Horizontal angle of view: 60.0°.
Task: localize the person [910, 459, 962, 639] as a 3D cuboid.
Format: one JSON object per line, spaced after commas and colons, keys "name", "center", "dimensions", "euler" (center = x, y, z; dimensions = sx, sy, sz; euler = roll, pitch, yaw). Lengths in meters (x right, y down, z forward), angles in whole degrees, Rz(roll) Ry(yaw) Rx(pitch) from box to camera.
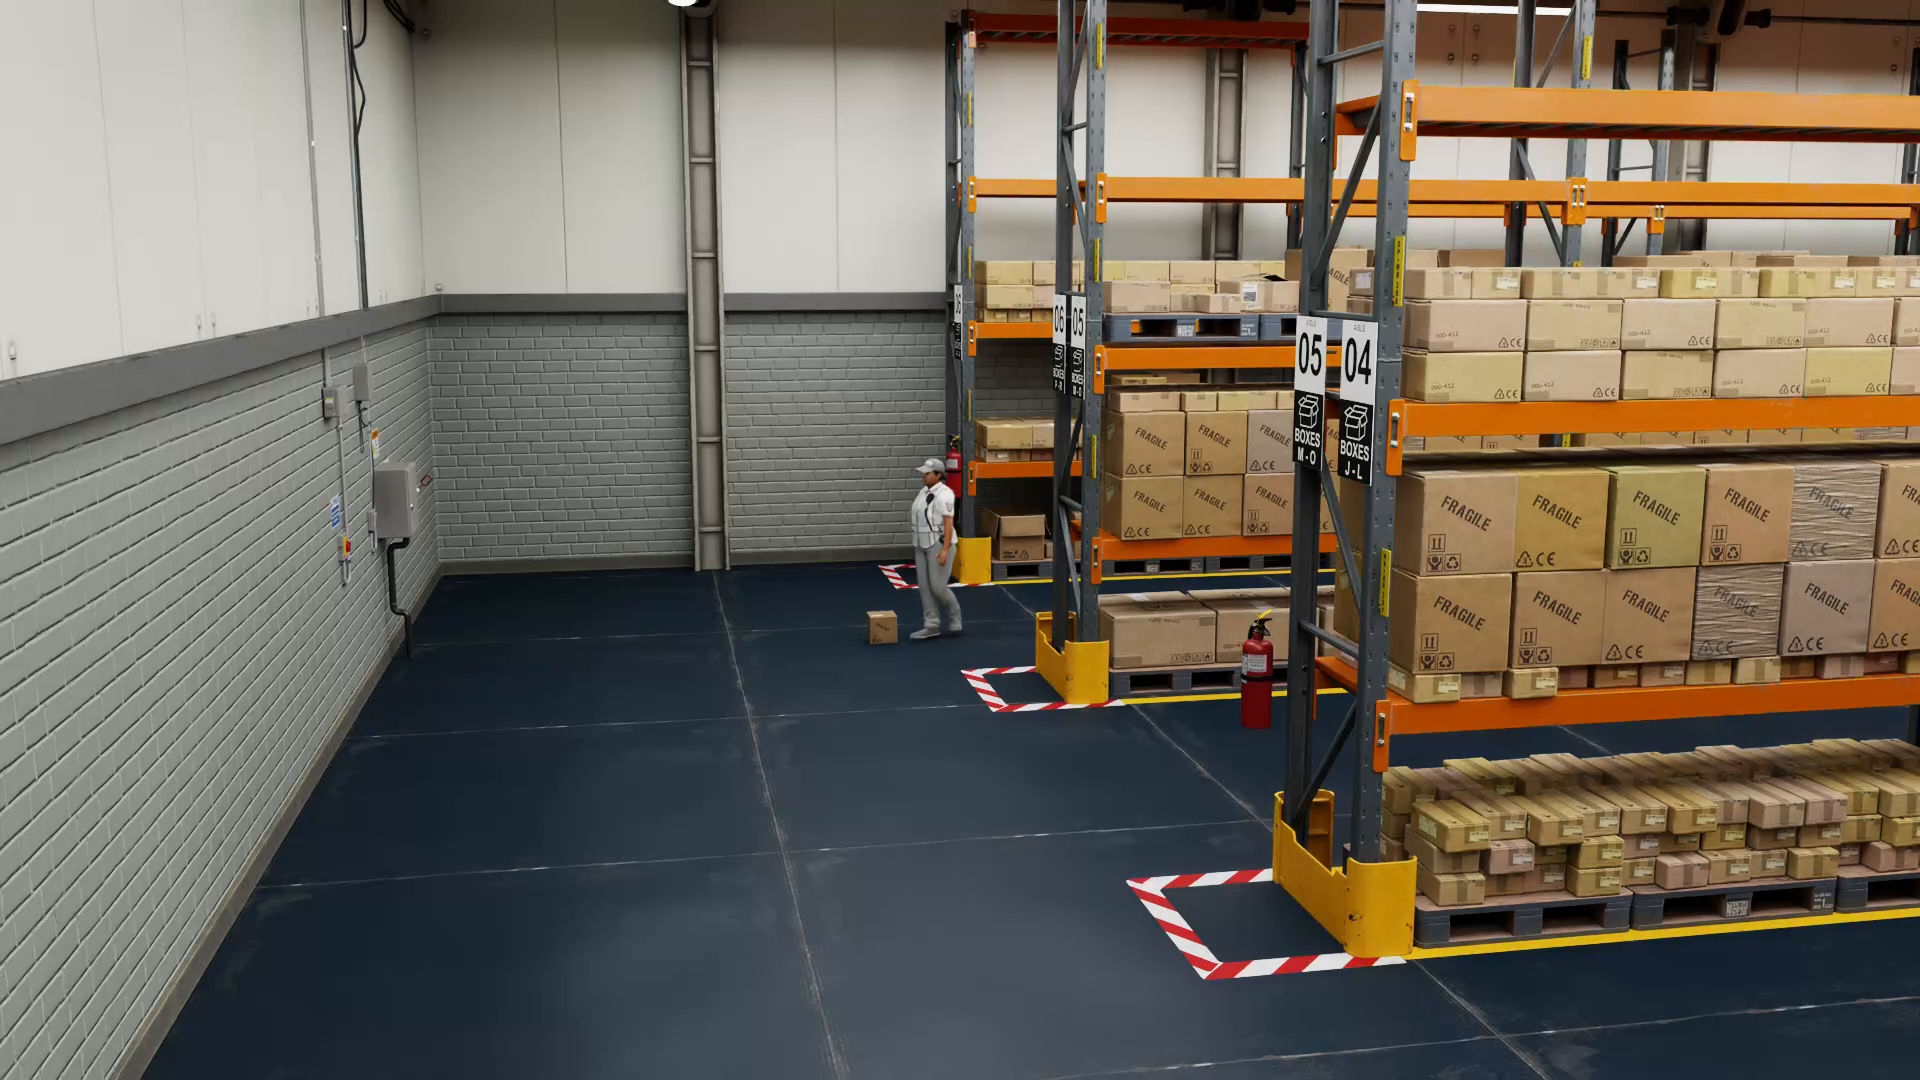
{"name": "person", "center": [-0.209, 0.078, 15.358], "dimensions": [0.524, 1.666, 0.541], "euler": [-7, 12, -36]}
